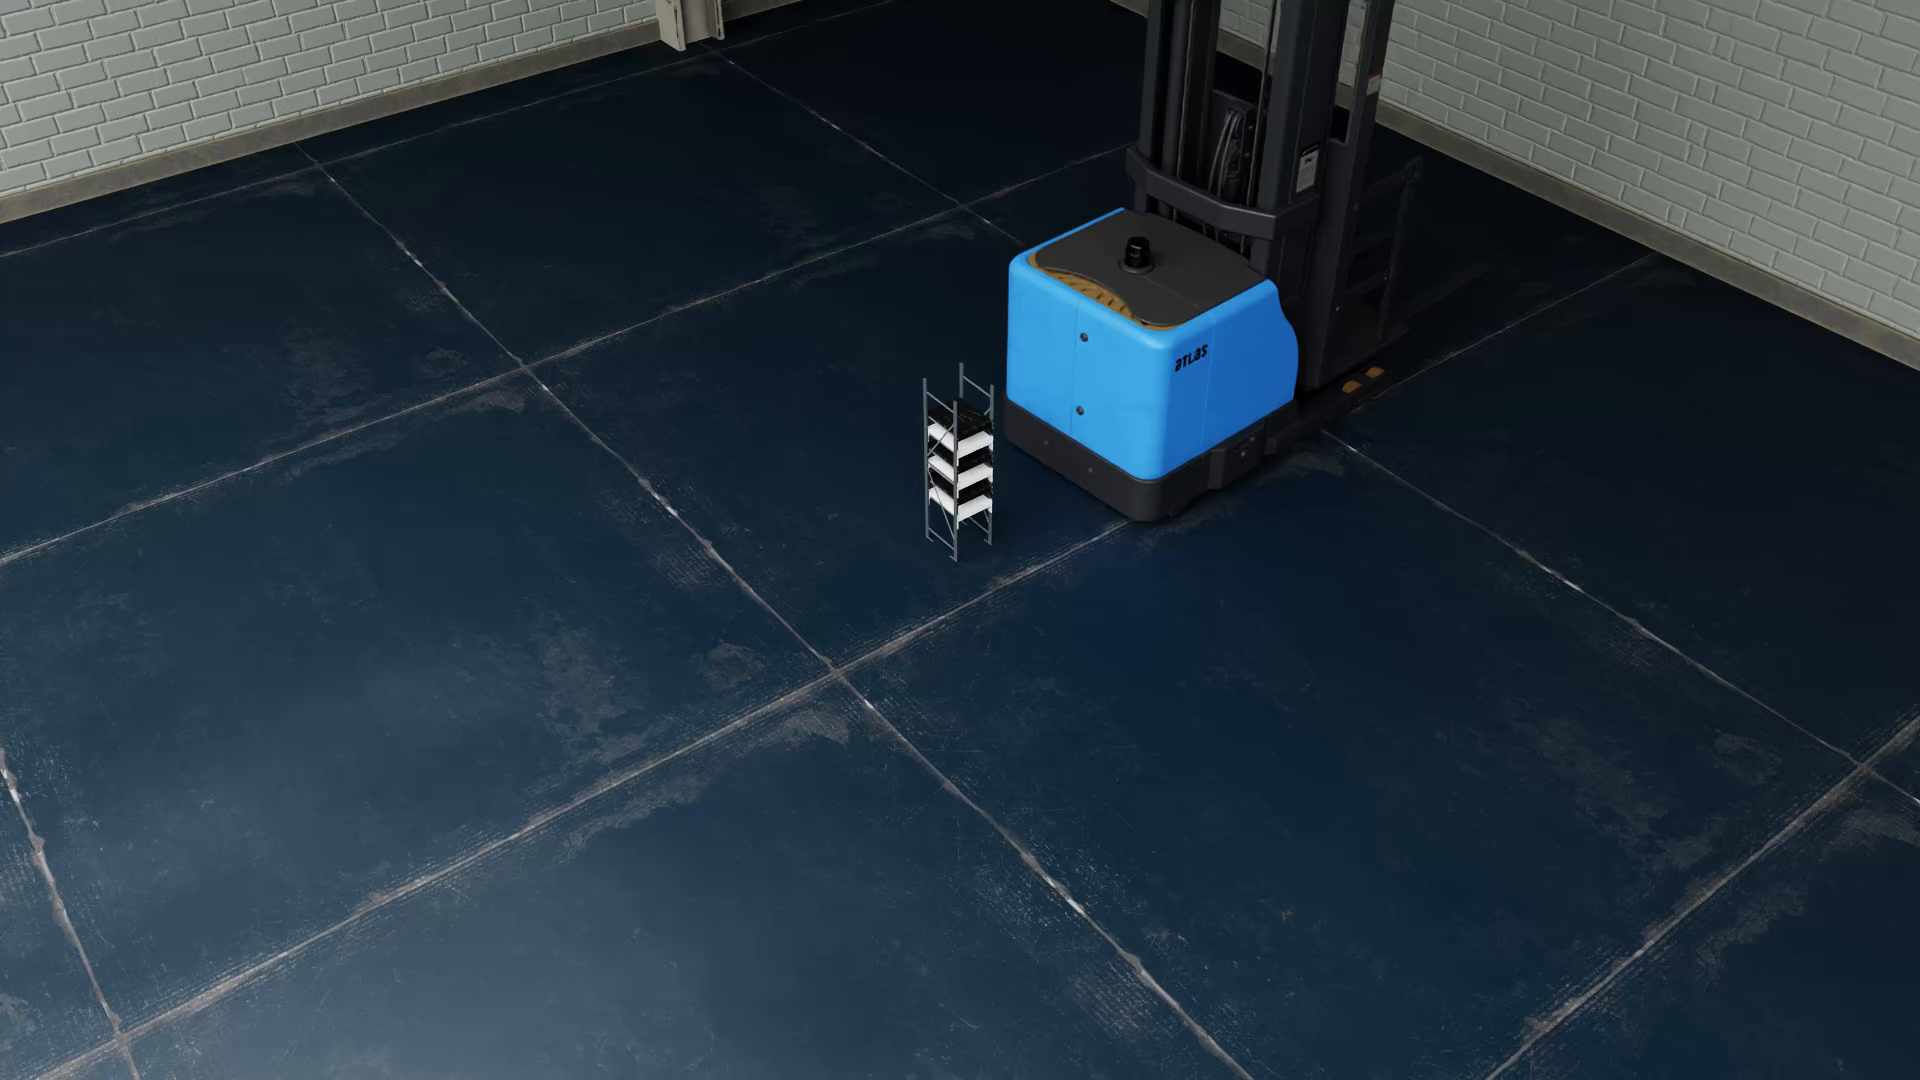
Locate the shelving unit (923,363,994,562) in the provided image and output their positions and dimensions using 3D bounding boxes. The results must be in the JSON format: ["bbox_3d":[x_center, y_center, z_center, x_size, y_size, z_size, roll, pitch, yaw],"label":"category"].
[{"bbox_3d":[-0.006,-0.345,7.594,0.210,0.900,0.258,-26,46,-28],"label":"shelving unit"}]

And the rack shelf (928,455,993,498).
[{"bbox_3d":[-0.006,-0.319,7.615,0.200,0.077,0.258,-26,46,-28],"label":"rack shelf"}]

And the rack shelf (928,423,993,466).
[{"bbox_3d":[-0.006,-0.458,7.501,0.200,0.077,0.258,-26,46,-28],"label":"rack shelf"}]

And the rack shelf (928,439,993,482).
[{"bbox_3d":[-0.006,-0.389,7.558,0.200,0.077,0.258,-26,46,-28],"label":"rack shelf"}]

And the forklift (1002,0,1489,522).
[{"bbox_3d":[1.648,-2.023,8.038,3.031,2.935,1.130,-30,48,-31],"label":"forklift"}]

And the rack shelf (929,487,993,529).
[{"bbox_3d":[-0.006,-0.180,7.730,0.200,0.077,0.258,-26,46,-28],"label":"rack shelf"}]

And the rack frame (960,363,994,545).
[{"bbox_3d":[0.074,-0.384,7.642,0.006,0.900,0.240,-26,46,-28],"label":"rack frame"}]

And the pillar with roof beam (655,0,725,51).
[{"bbox_3d":[0.615,-5.079,6.980,0.400,9.000,9.100,-26,46,-28],"label":"pillar with roof beam"}]

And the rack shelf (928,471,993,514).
[{"bbox_3d":[-0.006,-0.249,7.672,0.200,0.077,0.258,-26,46,-28],"label":"rack shelf"}]

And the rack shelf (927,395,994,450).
[{"bbox_3d":[-0.006,-0.528,7.444,0.200,0.077,0.258,-26,46,-28],"label":"rack shelf"}]

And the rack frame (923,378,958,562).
[{"bbox_3d":[-0.087,-0.305,7.546,0.006,0.900,0.240,-26,46,-28],"label":"rack frame"}]
